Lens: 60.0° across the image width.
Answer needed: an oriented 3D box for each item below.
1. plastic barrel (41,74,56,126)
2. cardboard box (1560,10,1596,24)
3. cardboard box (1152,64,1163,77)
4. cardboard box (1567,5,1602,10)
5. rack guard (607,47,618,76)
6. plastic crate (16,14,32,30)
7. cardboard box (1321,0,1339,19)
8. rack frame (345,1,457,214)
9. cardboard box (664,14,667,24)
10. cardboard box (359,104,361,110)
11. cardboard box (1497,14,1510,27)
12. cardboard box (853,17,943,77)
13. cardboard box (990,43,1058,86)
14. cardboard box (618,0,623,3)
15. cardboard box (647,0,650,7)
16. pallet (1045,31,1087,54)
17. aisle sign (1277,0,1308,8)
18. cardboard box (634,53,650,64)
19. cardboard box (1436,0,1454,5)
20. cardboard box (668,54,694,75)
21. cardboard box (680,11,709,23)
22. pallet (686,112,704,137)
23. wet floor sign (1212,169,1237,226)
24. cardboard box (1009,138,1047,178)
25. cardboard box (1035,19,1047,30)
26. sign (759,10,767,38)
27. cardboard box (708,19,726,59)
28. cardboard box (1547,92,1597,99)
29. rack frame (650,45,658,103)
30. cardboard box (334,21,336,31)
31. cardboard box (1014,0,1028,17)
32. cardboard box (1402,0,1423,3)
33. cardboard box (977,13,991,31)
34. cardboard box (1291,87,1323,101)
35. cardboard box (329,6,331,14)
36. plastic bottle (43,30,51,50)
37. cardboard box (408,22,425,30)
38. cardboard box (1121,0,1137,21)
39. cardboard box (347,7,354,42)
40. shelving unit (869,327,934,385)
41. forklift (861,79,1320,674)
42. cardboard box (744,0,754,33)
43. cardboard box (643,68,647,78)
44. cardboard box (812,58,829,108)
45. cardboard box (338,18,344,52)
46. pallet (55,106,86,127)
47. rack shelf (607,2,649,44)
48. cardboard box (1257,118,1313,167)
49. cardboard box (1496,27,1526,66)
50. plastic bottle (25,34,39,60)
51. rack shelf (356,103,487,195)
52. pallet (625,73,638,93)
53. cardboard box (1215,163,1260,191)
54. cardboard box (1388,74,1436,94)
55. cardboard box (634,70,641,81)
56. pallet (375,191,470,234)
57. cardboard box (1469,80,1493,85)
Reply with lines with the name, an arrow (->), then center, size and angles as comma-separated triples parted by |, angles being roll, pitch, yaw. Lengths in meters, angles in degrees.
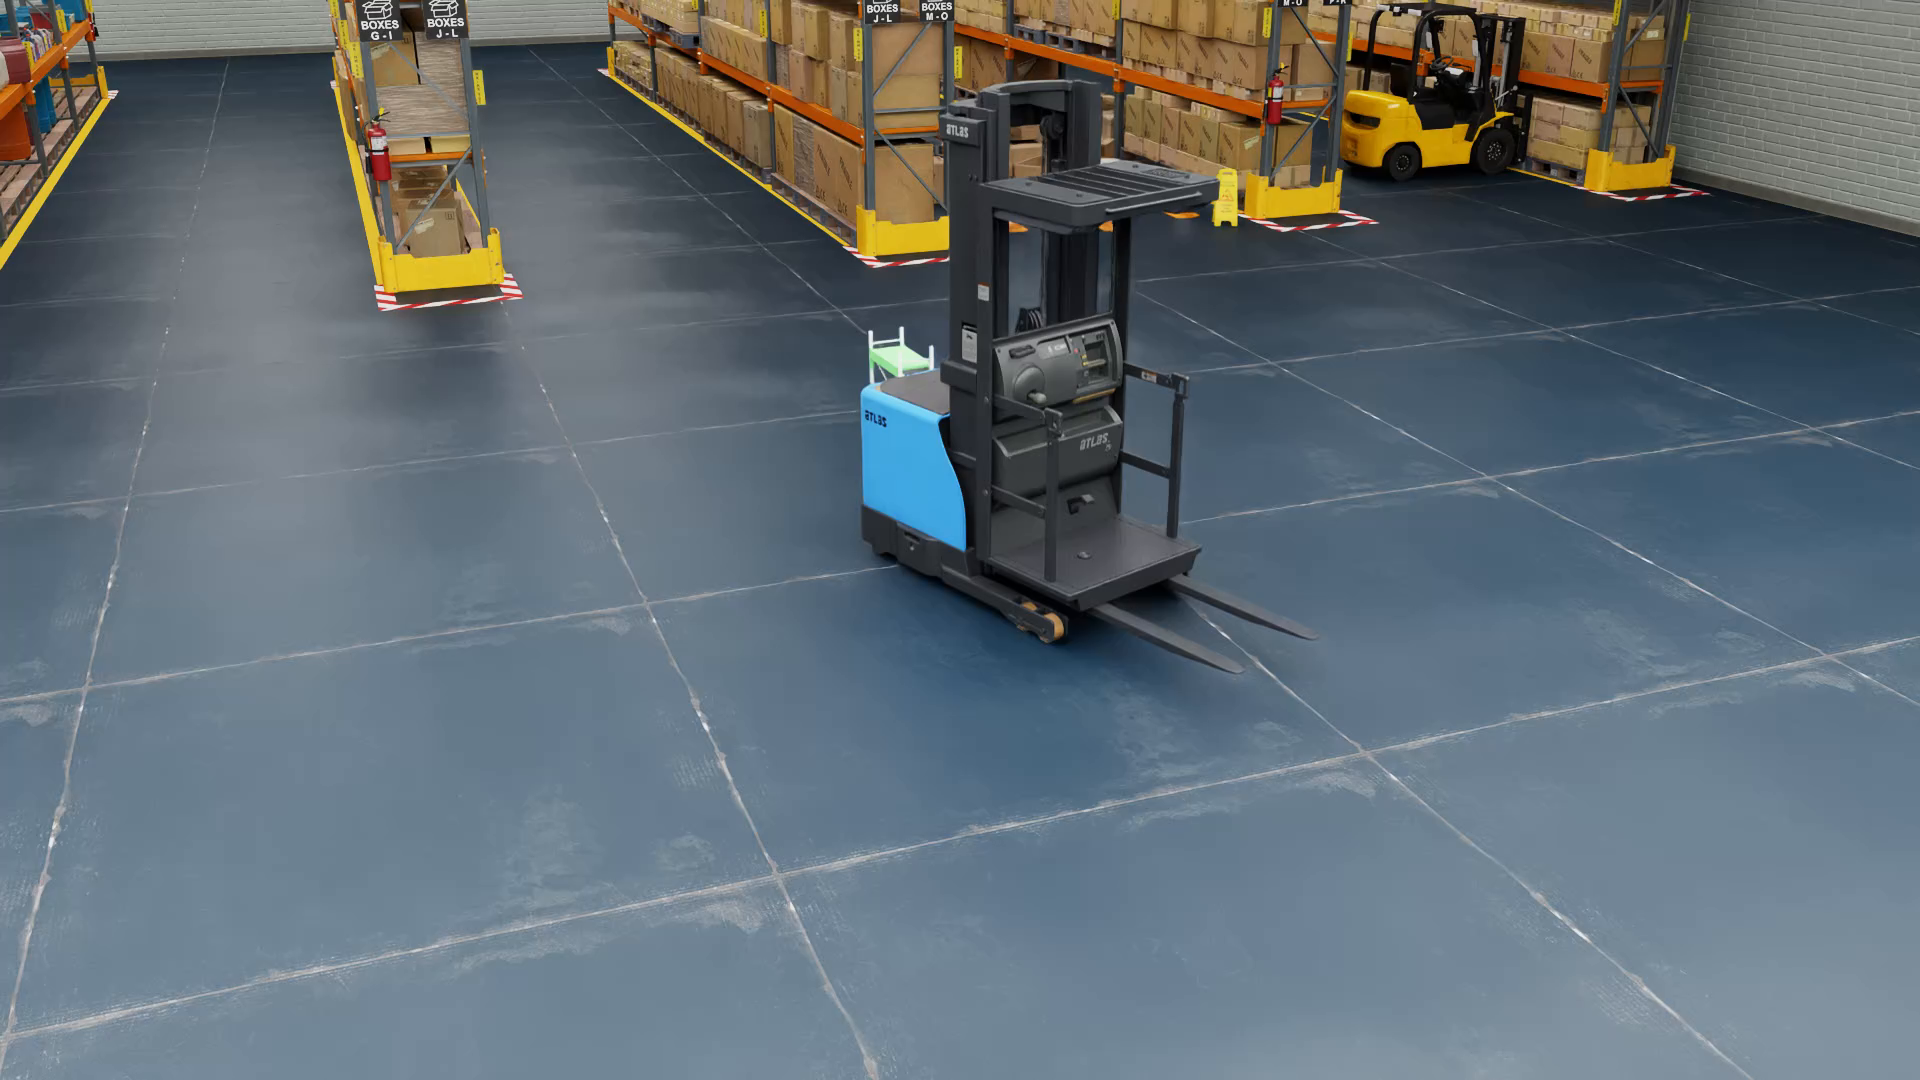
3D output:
plastic barrel -> -13.921, -6.666, 24.865 | 0.600, 0.901, 0.708 | -8, 24, -19
cardboard box -> 8.113, -6.862, 21.821 | 0.380, 0.149, 0.250 | -8, 24, -19
cardboard box -> 2.760, -6.226, 21.983 | 0.380, 0.149, 0.250 | -8, 24, -17
cardboard box -> 8.413, -7.121, 22.437 | 0.380, 0.149, 0.250 | -9, 24, -20
rack guard -> -6.174, -9.237, 32.021 | 1.175, 0.500, 0.348 | -8, 24, -19
plastic crate -> -15.159, -8.321, 26.769 | 0.416, 0.233, 0.300 | -8, 24, -19
cardboard box -> 6.135, -8.500, 26.603 | 0.500, 0.250, 0.500 | -9, 24, -20
rack frame -> -6.637, -5.412, 19.729 | 1.000, 3.000, 0.127 | -8, 24, -19
cardboard box -> -4.427, -8.170, 26.055 | 0.380, 0.149, 0.250 | -8, 24, -17
cardboard box -> -6.766, -5.085, 19.275 | 0.380, 0.149, 0.250 | -8, 24, -19
cardboard box -> 7.568, -7.178, 22.955 | 0.380, 0.149, 0.250 | -9, 25, -21
cardboard box -> -0.643, -5.310, 17.902 | 0.875, 0.550, 0.550 | -8, 24, -19
cardboard box -> 1.055, -7.702, 27.357 | 0.875, 0.875, 0.875 | -9, 24, -19
cardboard box -> -5.926, -10.028, 30.168 | 0.500, 0.500, 0.500 | -8, 24, -18
cardboard box -> -4.893, -8.784, 27.128 | 0.380, 0.149, 0.250 | -8, 24, -18
pallet -> 1.959, -7.423, 24.747 | 1.003, 0.211, 1.213 | -8, 24, -19
aisle sign -> 3.798, -6.454, 18.854 | 0.394, 0.787, 0.004 | -8, 24, -19
cardboard box -> -5.579, -8.578, 29.604 | 0.380, 0.149, 0.250 | -10, 25, -22
cardboard box -> 7.111, -7.780, 24.000 | 0.380, 0.149, 0.250 | -8, 24, -18
cardboard box -> -4.407, -7.666, 26.789 | 0.500, 0.250, 0.500 | -7, 24, -17
cardboard box -> -3.975, -7.841, 24.892 | 0.380, 0.149, 0.250 | -8, 24, -18
pallet -> -3.649, -6.509, 25.921 | 1.003, 0.211, 1.213 | -8, 24, -19
wet floor sign -> 3.113, -4.018, 19.452 | 0.267, 0.644, 0.232 | 0, 23, -1
cardboard box -> 0.720, -4.860, 21.459 | 0.797, 0.637, 0.503 | -8, 24, -19
cardboard box -> 1.362, -7.844, 25.280 | 0.380, 0.149, 0.250 | -8, 24, -19
sign -> -2.465, -6.475, 20.862 | 0.100, 0.325, 0.005 | -8, 24, -19
cardboard box -> -3.286, -7.171, 23.773 | 0.500, 0.500, 0.500 | -9, 24, -19
cardboard box -> 8.350, -5.953, 22.724 | 0.500, 0.250, 0.500 | -9, 24, -19
rack frame -> -4.787, -8.963, 28.153 | 1.000, 3.000, 0.127 | -8, 24, -19
cardboard box -> -9.969, -8.363, 27.053 | 0.380, 0.149, 0.250 | -8, 24, -18
cardboard box -> 1.163, -8.407, 25.781 | 0.500, 0.500, 0.500 | -9, 24, -20
cardboard box -> 6.840, -7.984, 24.868 | 0.380, 0.149, 0.250 | -9, 24, -20
cardboard box -> 0.604, -8.488, 27.219 | 0.500, 0.250, 0.500 | -8, 24, -18
cardboard box -> 4.121, -5.355, 19.916 | 0.380, 0.149, 0.250 | -8, 24, -19
cardboard box -> -10.968, -9.389, 29.489 | 0.380, 0.149, 0.250 | -9, 24, -20
plastic bottle -> -13.531, -7.409, 24.617 | 0.061, 0.283, 0.133 | -8, 24, -19
cardboard box -> -5.333, -5.023, 17.006 | 0.500, 0.500, 0.500 | -8, 24, -19
cardboard box -> 2.587, -7.226, 22.234 | 0.700, 0.500, 0.500 | -9, 24, -20
cardboard box -> -6.538, -5.676, 18.556 | 0.500, 0.500, 0.500 | -8, 24, -19
shelving unit -> -0.384, -0.750, 10.986 | 0.258, 1.200, 0.503 | -10, 25, -23
forklift -> 0.707, -0.991, 9.328 | 1.130, 2.935, 3.031 | -18, 29, -36
cardboard box -> -2.504, -7.113, 22.348 | 0.700, 0.500, 0.500 | -8, 24, -19
cardboard box -> -5.303, -8.147, 28.965 | 0.380, 0.149, 0.250 | -10, 25, -22
cardboard box -> -1.243, -5.405, 19.518 | 0.875, 0.550, 0.500 | -8, 24, -19
cardboard box -> -8.813, -7.427, 24.381 | 0.500, 0.500, 0.500 | -9, 25, -21
pallet -> -14.393, -6.616, 26.176 | 1.003, 0.211, 1.213 | -8, 24, -19
rack shelf -> -5.494, -9.358, 30.017 | 1.077, 0.370, 4.000 | -8, 24, -19
cardboard box -> 4.012, -4.930, 20.619 | 0.500, 0.500, 0.500 | -9, 25, -21
cardboard box -> 7.726, -6.747, 22.767 | 0.500, 0.500, 0.500 | -8, 24, -19
plastic bottle -> -13.077, -6.927, 23.387 | 0.144, 0.351, 0.185 | -8, 24, -19
rack shelf -> -5.931, -4.354, 18.145 | 1.077, 0.370, 4.000 | -8, 24, -19
pallet -> -5.492, -8.361, 30.316 | 1.003, 0.211, 1.213 | -8, 24, -19
cardboard box -> 3.501, -4.511, 20.589 | 0.500, 0.250, 0.500 | -8, 24, -19
cardboard box -> 7.081, -6.742, 25.400 | 0.875, 0.625, 0.625 | -7, 24, -17
cardboard box -> -5.610, -8.314, 29.745 | 0.380, 0.149, 0.250 | -8, 24, -19
pallet -> -6.367, -3.888, 19.703 | 1.003, 0.211, 1.213 | -8, 24, -19
cardboard box -> 7.325, -6.436, 23.869 | 0.500, 0.250, 0.500 | -8, 24, -19
